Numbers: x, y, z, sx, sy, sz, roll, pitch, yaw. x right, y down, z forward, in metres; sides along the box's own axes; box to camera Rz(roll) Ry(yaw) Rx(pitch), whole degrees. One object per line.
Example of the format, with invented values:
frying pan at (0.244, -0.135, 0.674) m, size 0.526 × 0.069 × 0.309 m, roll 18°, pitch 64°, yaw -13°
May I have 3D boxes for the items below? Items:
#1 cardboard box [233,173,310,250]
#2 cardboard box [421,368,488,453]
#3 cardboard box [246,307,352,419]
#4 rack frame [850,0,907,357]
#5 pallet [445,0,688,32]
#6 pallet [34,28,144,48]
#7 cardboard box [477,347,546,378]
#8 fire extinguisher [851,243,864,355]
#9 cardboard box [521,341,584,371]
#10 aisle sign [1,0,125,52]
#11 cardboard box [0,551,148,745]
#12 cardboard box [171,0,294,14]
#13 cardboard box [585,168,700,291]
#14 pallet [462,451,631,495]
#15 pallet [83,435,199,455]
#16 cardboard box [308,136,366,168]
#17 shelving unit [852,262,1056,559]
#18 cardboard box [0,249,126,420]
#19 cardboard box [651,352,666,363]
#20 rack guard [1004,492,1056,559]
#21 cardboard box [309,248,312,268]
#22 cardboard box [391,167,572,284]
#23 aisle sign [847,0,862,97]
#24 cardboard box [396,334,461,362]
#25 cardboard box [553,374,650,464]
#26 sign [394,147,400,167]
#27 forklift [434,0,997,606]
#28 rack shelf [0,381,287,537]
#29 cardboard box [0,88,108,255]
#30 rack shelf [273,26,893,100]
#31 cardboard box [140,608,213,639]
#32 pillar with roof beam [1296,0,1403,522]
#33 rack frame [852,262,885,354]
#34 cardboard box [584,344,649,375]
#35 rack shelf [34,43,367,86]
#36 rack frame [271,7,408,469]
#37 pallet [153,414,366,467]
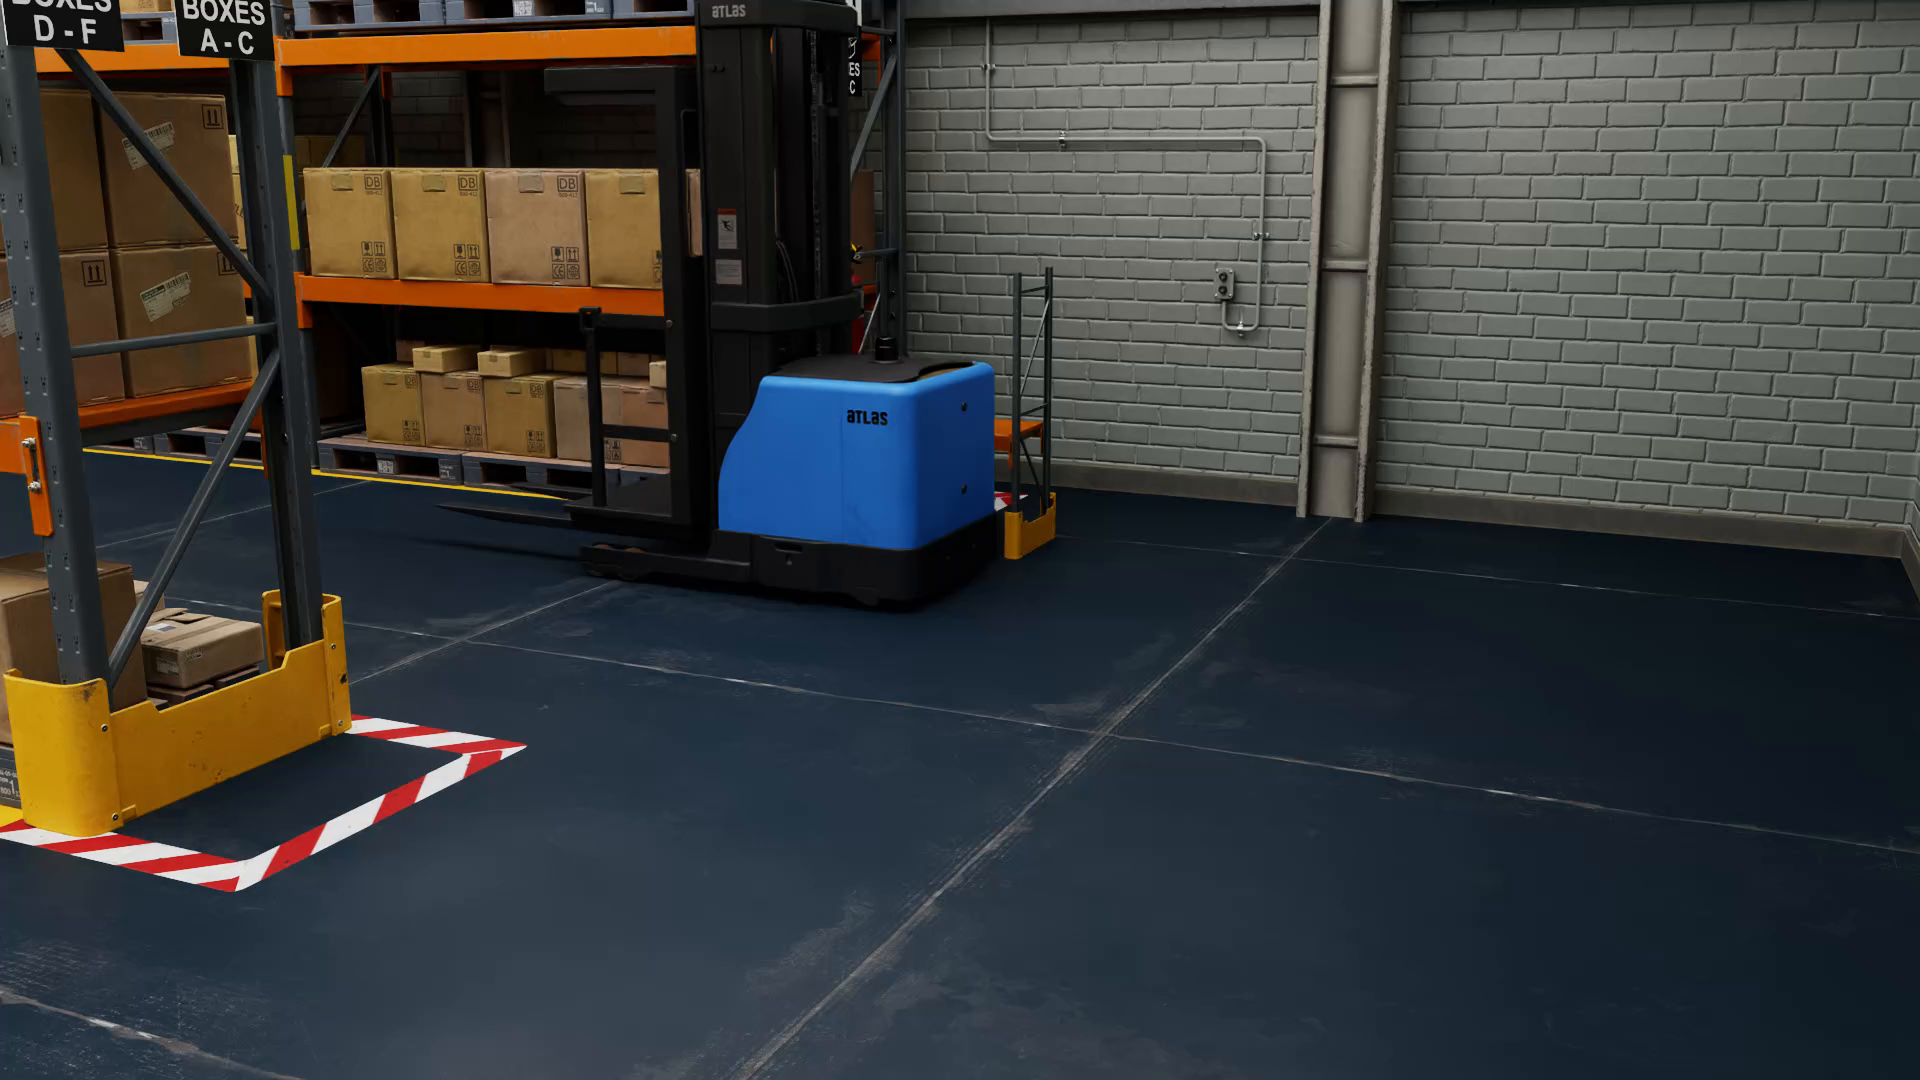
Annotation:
cardboard box at (-4.767, -2.246, 11.345) m, size 0.500 × 0.500 × 0.500 m, roll 6°, pitch 14°, yaw 22°
cardboard box at (-3.143, -0.902, 11.085) m, size 0.500 × 0.500 × 0.700 m, roll 6°, pitch 14°, yaw 23°
cardboard box at (-4.890, -1.243, 11.773) m, size 0.750 × 0.750 × 0.750 m, roll 6°, pitch 14°, yaw 24°
rack frame at (-0.586, -1.682, 9.857) m, size 0.127 × 3.000 × 1.000 m, roll 6°, pitch 14°, yaw 23°
pallet at (-2.388, -3.278, 10.288) m, size 1.213 × 0.211 × 1.003 m, roll 6°, pitch 14°, yaw 23°
pallet at (-6.266, -3.639, 12.046) m, size 1.213 × 0.211 × 1.003 m, roll 7°, pitch 15°, yaw 26°
cardboard box at (-2.884, -1.147, 10.709) m, size 0.250 × 0.149 × 0.380 m, roll 5°, pitch 14°, yaw 22°
fire extinguisher at (-0.635, -1.353, 9.438) m, size 0.183 × 0.674 × 0.296 m, roll 6°, pitch 14°, yaw 23°
cardboard box at (-2.698, -1.224, 11.036) m, size 0.250 × 0.149 × 0.380 m, roll 6°, pitch 14°, yaw 24°
aisle sign at (-2.650, -1.842, 4.850) m, size 0.004 × 0.787 × 0.394 m, roll 6°, pitch 14°, yaw 23°
cardboard box at (-3.186, 0.357, 5.677) m, size 0.500 × 0.500 × 0.500 m, roll 6°, pitch 14°, yaw 23°
cardboard box at (-5.003, -3.880, 11.475) m, size 0.500 × 0.500 × 0.700 m, roll 5°, pitch 14°, yaw 20°
cardboard box at (-1.726, -1.938, 10.292) m, size 0.700 × 0.700 × 0.980 m, roll 6°, pitch 14°, yaw 23°
pallet at (-2.460, -0.495, 10.904) m, size 1.213 × 0.211 × 1.003 m, roll 6°, pitch 14°, yaw 23°
pallet at (-6.098, -0.863, 12.470) m, size 1.213 × 0.211 × 1.003 m, roll 6°, pitch 14°, yaw 23°
cardboard box at (-4.558, -2.718, 11.715) m, size 0.500 × 0.250 × 0.500 m, roll 6°, pitch 15°, yaw 25°
shelving unit at (-0.070, -0.737, 9.114) m, size 1.083 × 1.500 × 0.587 m, roll 6°, pitch 14°, yaw 23°
cardboard box at (-3.108, -0.680, 5.369) m, size 0.500 × 0.500 × 0.500 m, roll 6°, pitch 15°, yaw 25°
cardboard box at (-1.763, -1.129, 10.635) m, size 0.250 × 0.149 × 0.380 m, roll 6°, pitch 14°, yaw 24°
rack guard at (0.386, -0.083, 9.060) m, size 0.087 × 0.250 × 0.587 m, roll 6°, pitch 14°, yaw 23°
cardboard box at (-4.469, -2.012, 11.770) m, size 0.250 × 0.149 × 0.380 m, roll 5°, pitch 14°, yaw 21°
cardboard box at (-3.088, -2.076, 10.879) m, size 0.700 × 0.700 × 0.980 m, roll 5°, pitch 14°, yaw 22°
aisle sign at (-0.641, -2.878, 9.265) m, size 0.004 × 0.787 × 0.394 m, roll 6°, pitch 14°, yaw 23°
cardboard box at (-3.653, -1.320, 11.446) m, size 0.250 × 0.149 × 0.380 m, roll 6°, pitch 14°, yaw 23°
cardboard box at (-2.184, -0.806, 10.677) m, size 0.500 × 0.500 × 0.700 m, roll 5°, pitch 14°, yaw 21°
sign at (-4.019, -2.628, 11.821) m, size 0.005 × 0.325 × 0.100 m, roll 6°, pitch 14°, yaw 23°
forklift at (-1.368, -1.324, 8.480) m, size 3.031 × 2.935 × 1.130 m, roll 6°, pitch 15°, yaw 24°
rack shelf at (-4.417, -0.482, 6.317) m, size 4.000 × 0.370 × 1.077 m, roll 6°, pitch 14°, yaw 23°
cardboard box at (-3.107, -1.166, 5.251) m, size 0.500 × 0.500 × 0.500 m, roll 6°, pitch 14°, yaw 23°
rack shelf at (-2.414, -2.977, 10.385) m, size 4.000 × 0.370 × 1.077 m, roll 6°, pitch 14°, yaw 23°
cardboard box at (-3.061, 0.384, 6.289) m, size 0.250 × 0.166 × 0.380 m, roll 6°, pitch 14°, yaw 23°
pillar with roof beam at (0.490, -3.634, 5.045) m, size 0.400 × 9.000 × 9.100 m, roll 6°, pitch 14°, yaw 23°
rack frame at (-0.543, -0.785, 9.318) m, size 0.032 × 1.500 × 0.500 m, roll 6°, pitch 14°, yaw 23°
cardboard box at (-2.231, -1.176, 10.835) m, size 0.250 × 0.149 × 0.380 m, roll 6°, pitch 14°, yaw 24°
rack shelf at (-6.071, -3.347, 11.963) m, size 4.000 × 0.370 × 1.077 m, roll 6°, pitch 14°, yaw 23°
rack frame at (-4.243, -2.052, 11.435) m, size 0.127 × 3.000 × 1.000 m, roll 6°, pitch 14°, yaw 23°
pallet at (-4.979, -0.750, 11.990) m, size 1.213 × 0.211 × 1.003 m, roll 6°, pitch 14°, yaw 23°
